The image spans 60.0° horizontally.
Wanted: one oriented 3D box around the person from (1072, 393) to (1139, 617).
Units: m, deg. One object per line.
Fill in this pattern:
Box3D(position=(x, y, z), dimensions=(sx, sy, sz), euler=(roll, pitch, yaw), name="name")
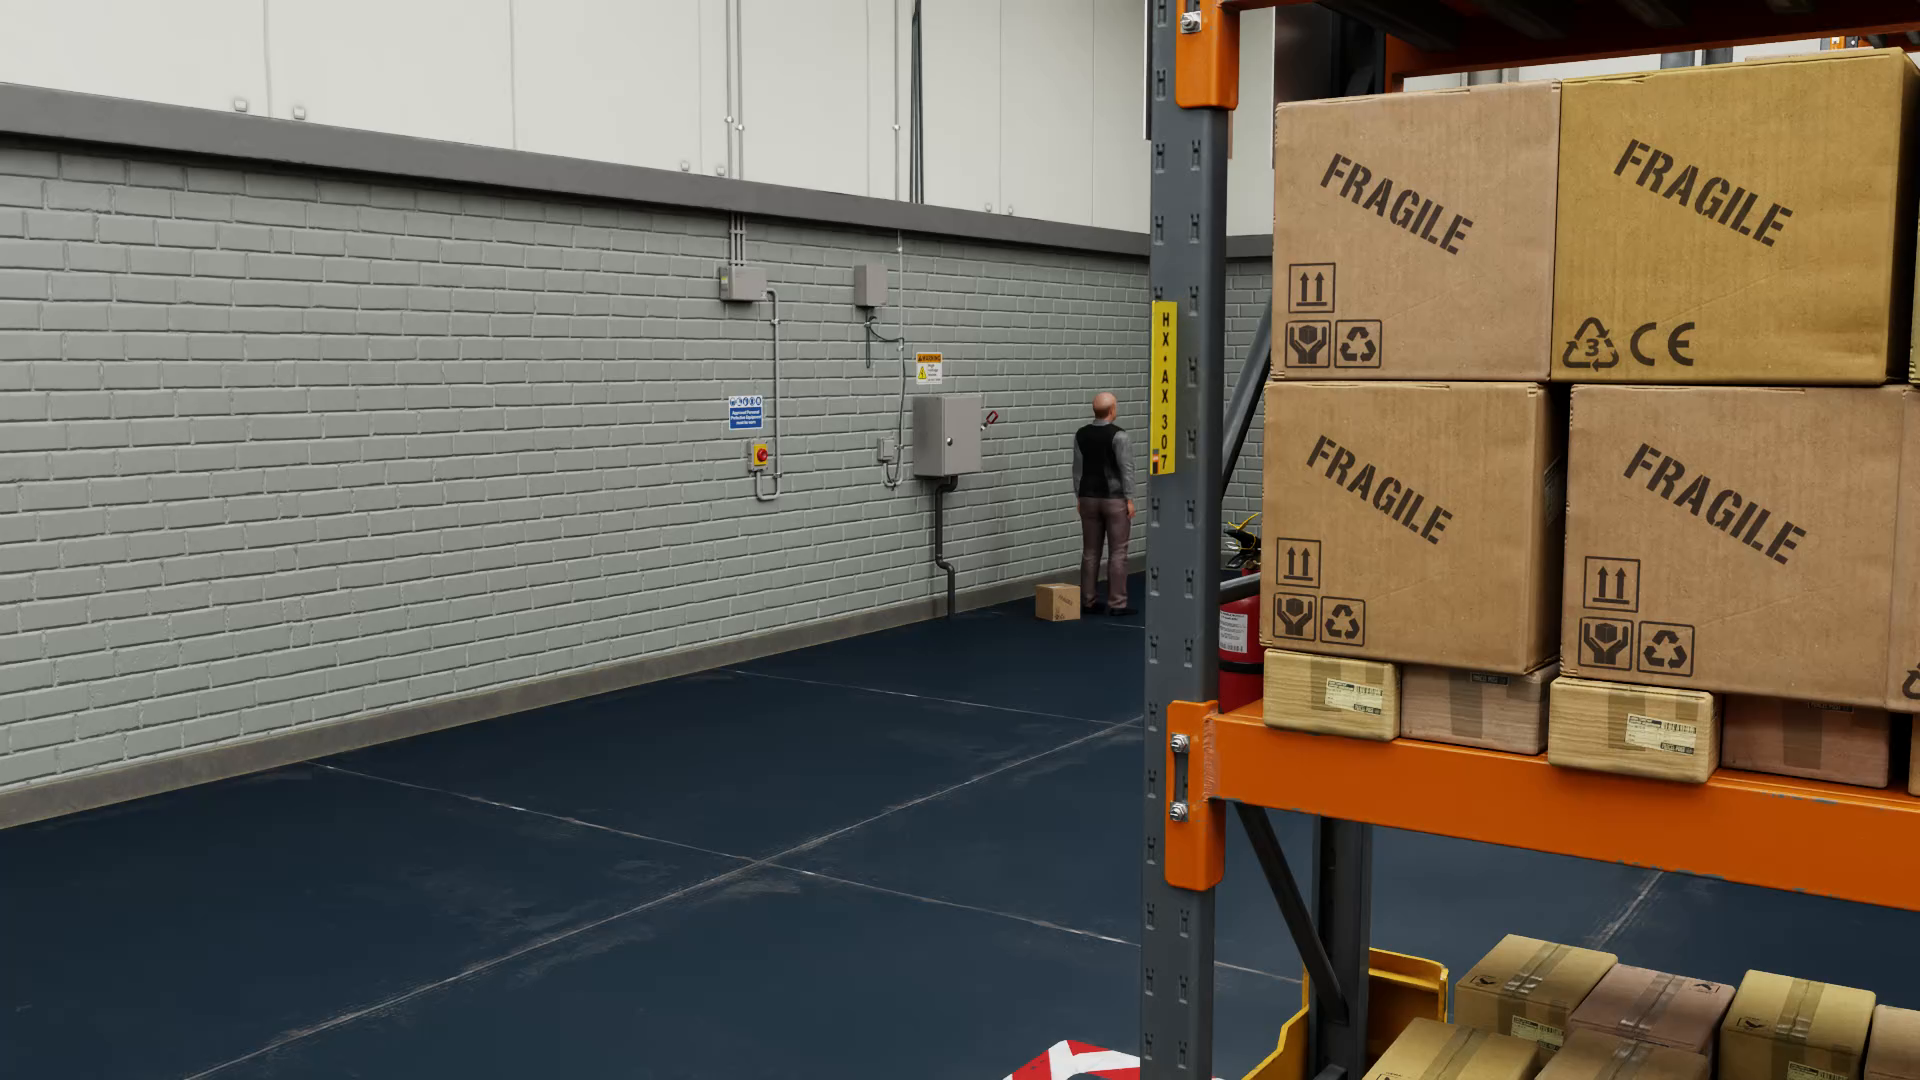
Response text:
Box3D(position=(1.141, -0.283, 12.934), dimensions=(0.532, 1.724, 0.369), euler=(5, 8, 36), name="person")
